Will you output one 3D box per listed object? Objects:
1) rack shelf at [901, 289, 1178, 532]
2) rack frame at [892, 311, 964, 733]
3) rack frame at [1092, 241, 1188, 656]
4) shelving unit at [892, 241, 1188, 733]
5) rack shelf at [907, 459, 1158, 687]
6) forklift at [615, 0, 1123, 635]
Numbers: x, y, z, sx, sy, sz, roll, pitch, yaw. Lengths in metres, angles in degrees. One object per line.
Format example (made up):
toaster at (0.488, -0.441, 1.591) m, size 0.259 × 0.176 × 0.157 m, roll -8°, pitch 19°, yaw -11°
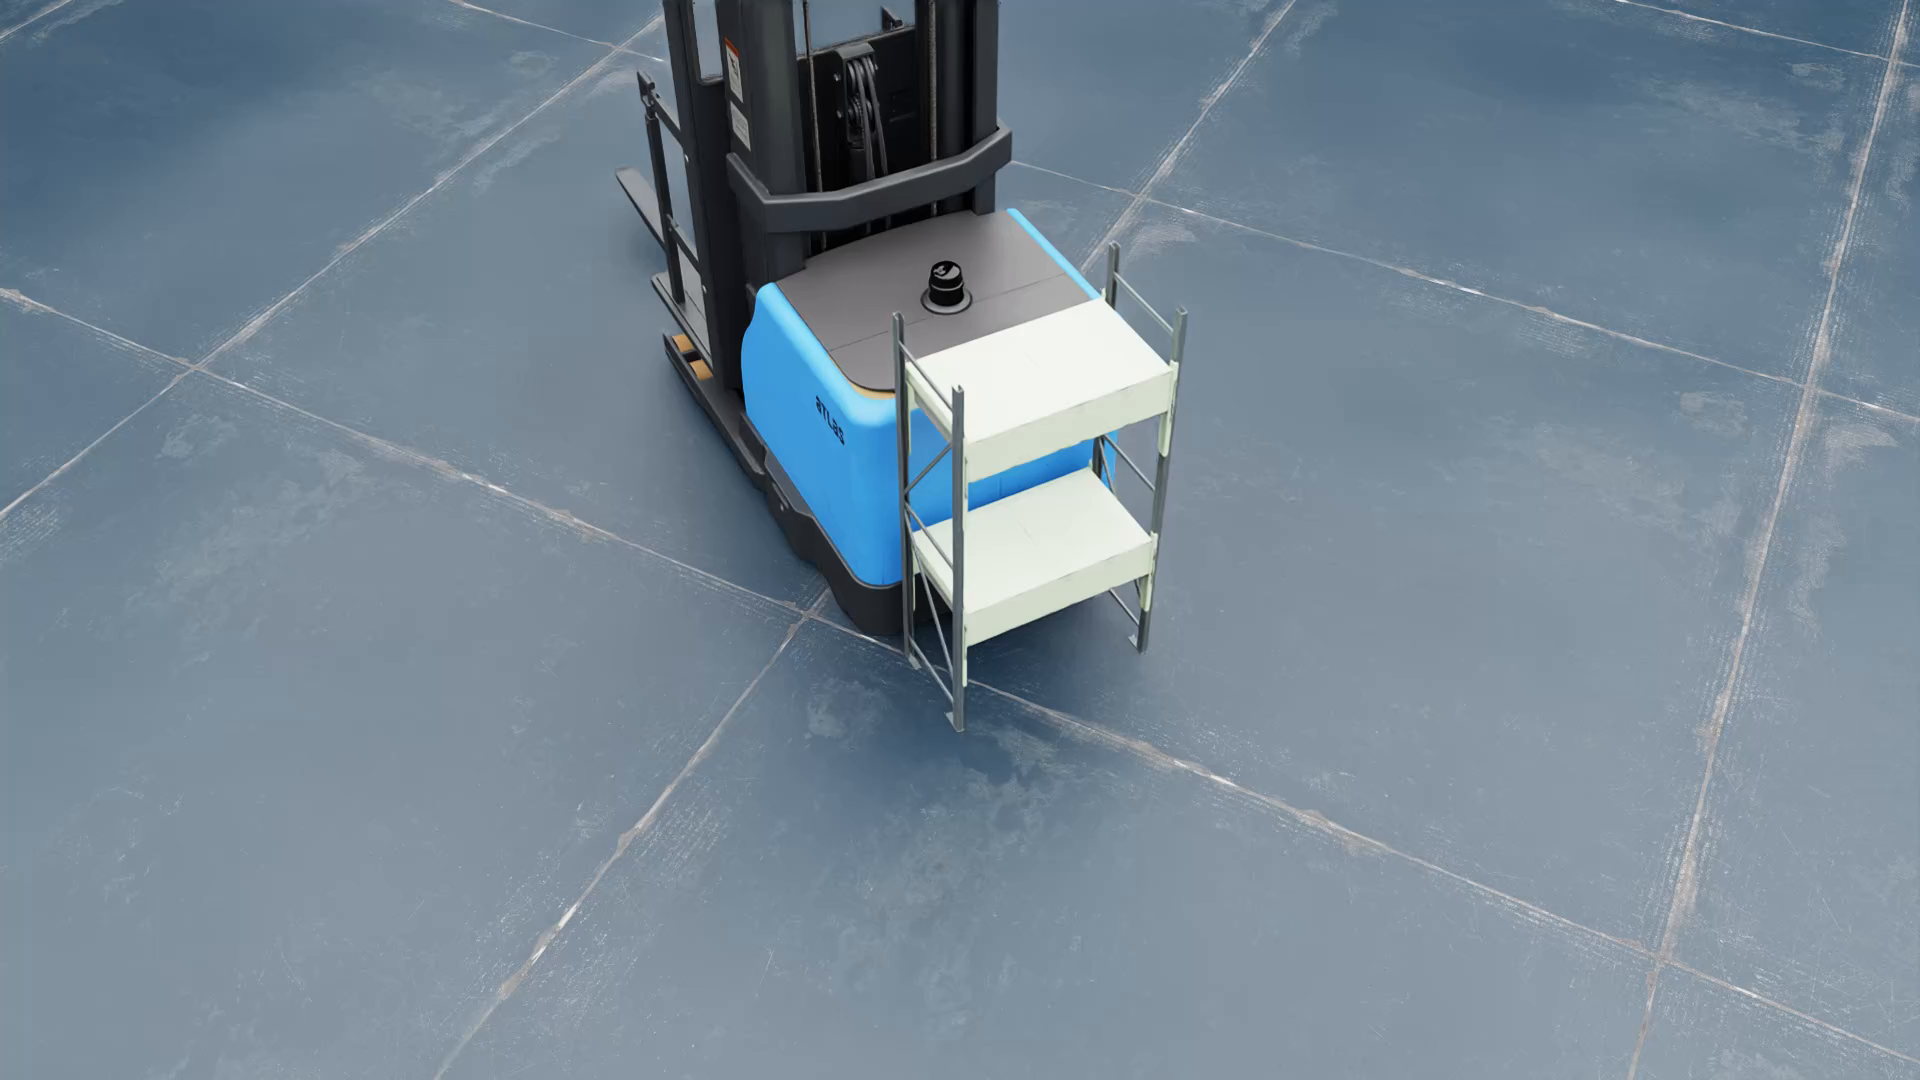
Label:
rack shelf at (0.231, -0.401, 5.043) m, size 0.720 × 0.370 × 0.431 m, roll -21°, pitch 49°, yaw -19°
rack frame at (-0.091, -0.004, 5.199) m, size 0.023 × 1.500 × 0.400 m, roll -21°, pitch 49°, yaw -19°
rack frame at (0.554, -0.250, 5.442) m, size 0.023 × 1.500 × 0.400 m, roll -21°, pitch 49°, yaw -19°
shelving unit at (0.231, -0.127, 5.321) m, size 0.755 × 1.500 × 0.431 m, roll -21°, pitch 49°, yaw -19°
rack shelf at (0.231, 0.102, 5.553) m, size 0.720 × 0.370 × 0.431 m, roll -21°, pitch 49°, yaw -19°
forklift at (-0.571, -1.745, 5.914) m, size 1.130 × 2.935 × 3.031 m, roll -21°, pitch 49°, yaw -19°
